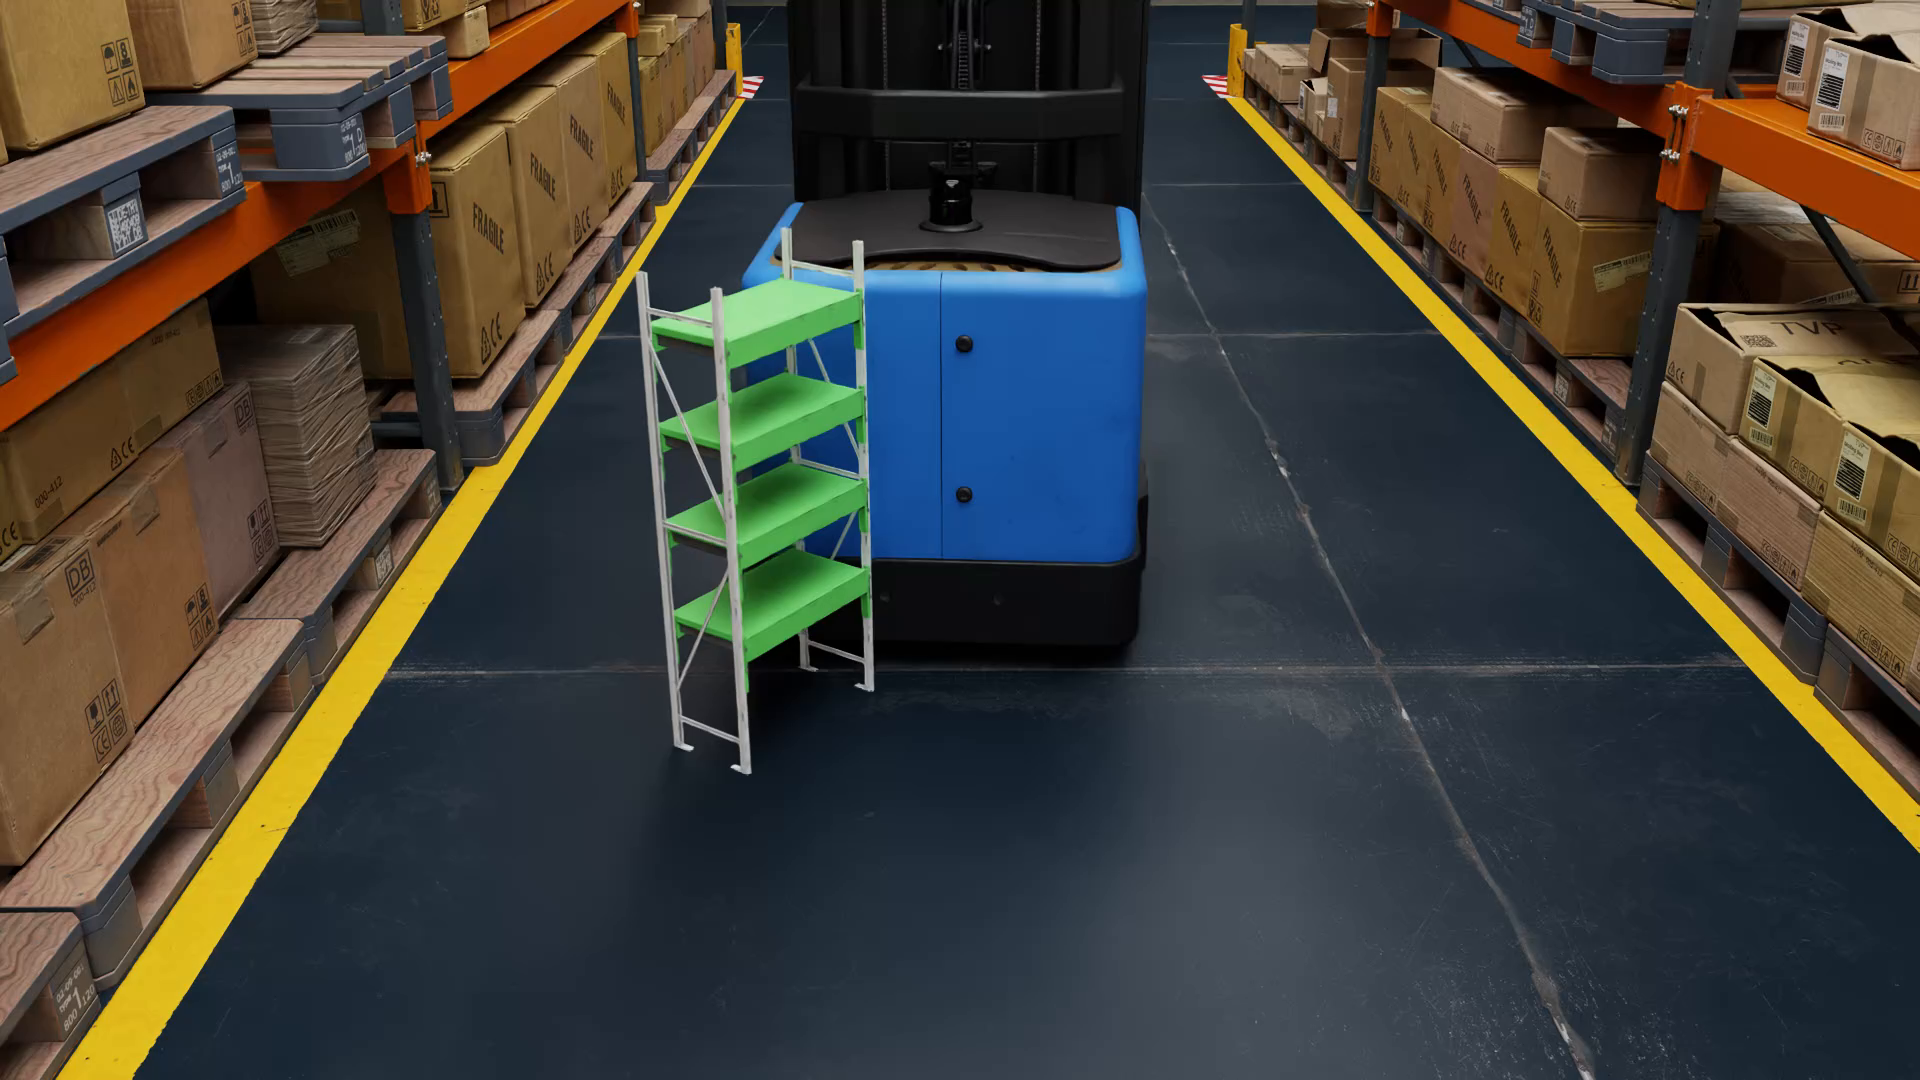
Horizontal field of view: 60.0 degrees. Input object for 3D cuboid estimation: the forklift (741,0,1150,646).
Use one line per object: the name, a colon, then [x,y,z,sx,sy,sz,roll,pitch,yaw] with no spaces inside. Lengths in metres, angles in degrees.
forklift: [0.038,-1.618,5.270,1.130,2.935,3.031,1,24,3]

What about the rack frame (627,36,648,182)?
rack frame: [-2.241,-3.192,8.667,1.000,3.000,0.127,0,24,-1]

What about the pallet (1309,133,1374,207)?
pallet: [2.706,-2.228,9.920,1.003,0.211,1.213,0,24,-1]

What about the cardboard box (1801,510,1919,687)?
cardboard box: [2.486,0.133,4.144,0.500,0.250,0.500,-1,24,-2]

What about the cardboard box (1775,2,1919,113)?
cardboard box: [2.716,-1.377,4.762,0.500,0.311,0.500,1,24,3]

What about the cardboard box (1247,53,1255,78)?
cardboard box: [2.332,-3.496,12.244,0.380,0.166,0.250,0,24,-1]

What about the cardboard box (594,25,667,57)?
cardboard box: [-1.968,-2.990,9.958,0.380,0.149,0.250,1,24,1]

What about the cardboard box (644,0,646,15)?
cardboard box: [-2.372,-3.742,11.620,0.380,0.149,0.250,0,24,0]

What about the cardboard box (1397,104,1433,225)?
cardboard box: [2.491,-1.857,8.215,0.500,0.500,0.500,0,24,0]

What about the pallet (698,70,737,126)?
pallet: [-2.198,-3.240,12.158,1.003,0.211,1.213,0,24,-1]

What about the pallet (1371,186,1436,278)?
pallet: [2.759,-1.610,8.554,1.003,0.211,1.213,0,24,-1]

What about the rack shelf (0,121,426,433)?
rack shelf: [-2.176,-0.392,3.349,1.077,0.370,4.000,0,24,-1]

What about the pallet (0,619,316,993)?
pallet: [-2.180,0.551,3.776,1.003,0.211,1.213,0,24,-1]

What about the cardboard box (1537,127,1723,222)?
cardboard box: [2.506,-1.378,6.246,0.500,0.250,0.500,1,24,1]

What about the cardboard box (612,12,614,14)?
cardboard box: [-2.360,-3.324,10.696,0.380,0.149,0.250,-1,24,-2]

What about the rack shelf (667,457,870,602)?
rack shelf: [-0.467,-0.035,4.027,0.258,0.148,0.480,16,29,31]

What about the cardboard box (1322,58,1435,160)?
cardboard box: [2.423,-2.511,9.660,0.500,0.500,0.500,0,24,-1]

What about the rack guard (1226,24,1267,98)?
rack guard: [2.670,-3.694,12.810,1.175,0.500,0.348,0,24,-1]

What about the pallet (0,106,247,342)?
pallet: [-2.135,-0.641,3.259,1.003,0.211,1.213,0,24,-1]

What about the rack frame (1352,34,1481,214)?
rack frame: [2.712,-3.215,8.720,1.000,3.000,0.127,0,24,-1]

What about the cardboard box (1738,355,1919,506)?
cardboard box: [2.482,-0.328,4.481,0.500,0.311,0.500,-1,24,-2]

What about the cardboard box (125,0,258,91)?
cardboard box: [-2.149,-1.366,3.974,0.700,0.500,0.500,-3,24,-6]

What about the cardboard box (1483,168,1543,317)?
cardboard box: [2.506,-1.226,6.821,0.500,0.500,0.500,-1,24,-2]

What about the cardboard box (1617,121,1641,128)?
cardboard box: [3.006,-1.665,7.790,0.500,0.500,0.500,0,24,0]

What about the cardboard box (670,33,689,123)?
cardboard box: [-2.152,-2.971,10.703,0.700,0.500,0.500,0,24,1]

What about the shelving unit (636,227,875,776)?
shelving unit: [-0.467,-0.093,4.001,0.258,1.200,0.503,16,29,31]

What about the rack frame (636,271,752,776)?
rack frame: [-0.605,-0.011,3.818,0.240,1.200,0.015,16,29,31]

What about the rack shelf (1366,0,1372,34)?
rack shelf: [2.691,-3.712,10.690,1.077,0.370,4.000,0,24,-1]

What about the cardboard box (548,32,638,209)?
cardboard box: [-2.104,-2.136,8.432,0.750,0.750,0.750,0,24,0]

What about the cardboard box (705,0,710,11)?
cardboard box: [-1.993,-3.848,11.854,0.380,0.149,0.250,-1,24,-1]

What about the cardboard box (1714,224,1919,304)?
cardboard box: [3.037,-0.818,5.917,0.500,0.500,0.500,1,24,2]

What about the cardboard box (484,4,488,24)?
cardboard box: [-2.019,-1.999,6.309,0.380,0.149,0.250,0,24,1]

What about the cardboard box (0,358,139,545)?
cardboard box: [-2.183,-0.203,3.649,0.500,0.250,0.500,0,24,-1]

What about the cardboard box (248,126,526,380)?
cardboard box: [-2.074,-1.059,6.050,0.750,0.750,0.750,-1,24,-1]

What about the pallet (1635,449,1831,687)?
pallet: [2.726,0.043,4.899,1.003,0.211,1.213,0,24,-1]

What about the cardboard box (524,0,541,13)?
cardboard box: [-1.993,-2.315,7.009,0.380,0.149,0.250,0,24,1]

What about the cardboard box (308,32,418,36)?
cardboard box: [-1.969,-1.575,5.372,0.380,0.149,0.250,-1,24,-1]

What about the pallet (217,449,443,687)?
pallet: [-2.190,0.049,4.885,1.003,0.211,1.213,0,24,-1]

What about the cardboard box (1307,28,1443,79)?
cardboard box: [2.687,-3.053,10.855,0.797,0.503,0.637,0,24,-1]

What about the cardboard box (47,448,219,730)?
cardboard box: [-2.214,0.109,3.869,0.700,0.500,0.500,0,24,-1]

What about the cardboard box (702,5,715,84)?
cardboard box: [-2.177,-3.604,12.103,0.700,0.500,0.500,0,24,-1]
